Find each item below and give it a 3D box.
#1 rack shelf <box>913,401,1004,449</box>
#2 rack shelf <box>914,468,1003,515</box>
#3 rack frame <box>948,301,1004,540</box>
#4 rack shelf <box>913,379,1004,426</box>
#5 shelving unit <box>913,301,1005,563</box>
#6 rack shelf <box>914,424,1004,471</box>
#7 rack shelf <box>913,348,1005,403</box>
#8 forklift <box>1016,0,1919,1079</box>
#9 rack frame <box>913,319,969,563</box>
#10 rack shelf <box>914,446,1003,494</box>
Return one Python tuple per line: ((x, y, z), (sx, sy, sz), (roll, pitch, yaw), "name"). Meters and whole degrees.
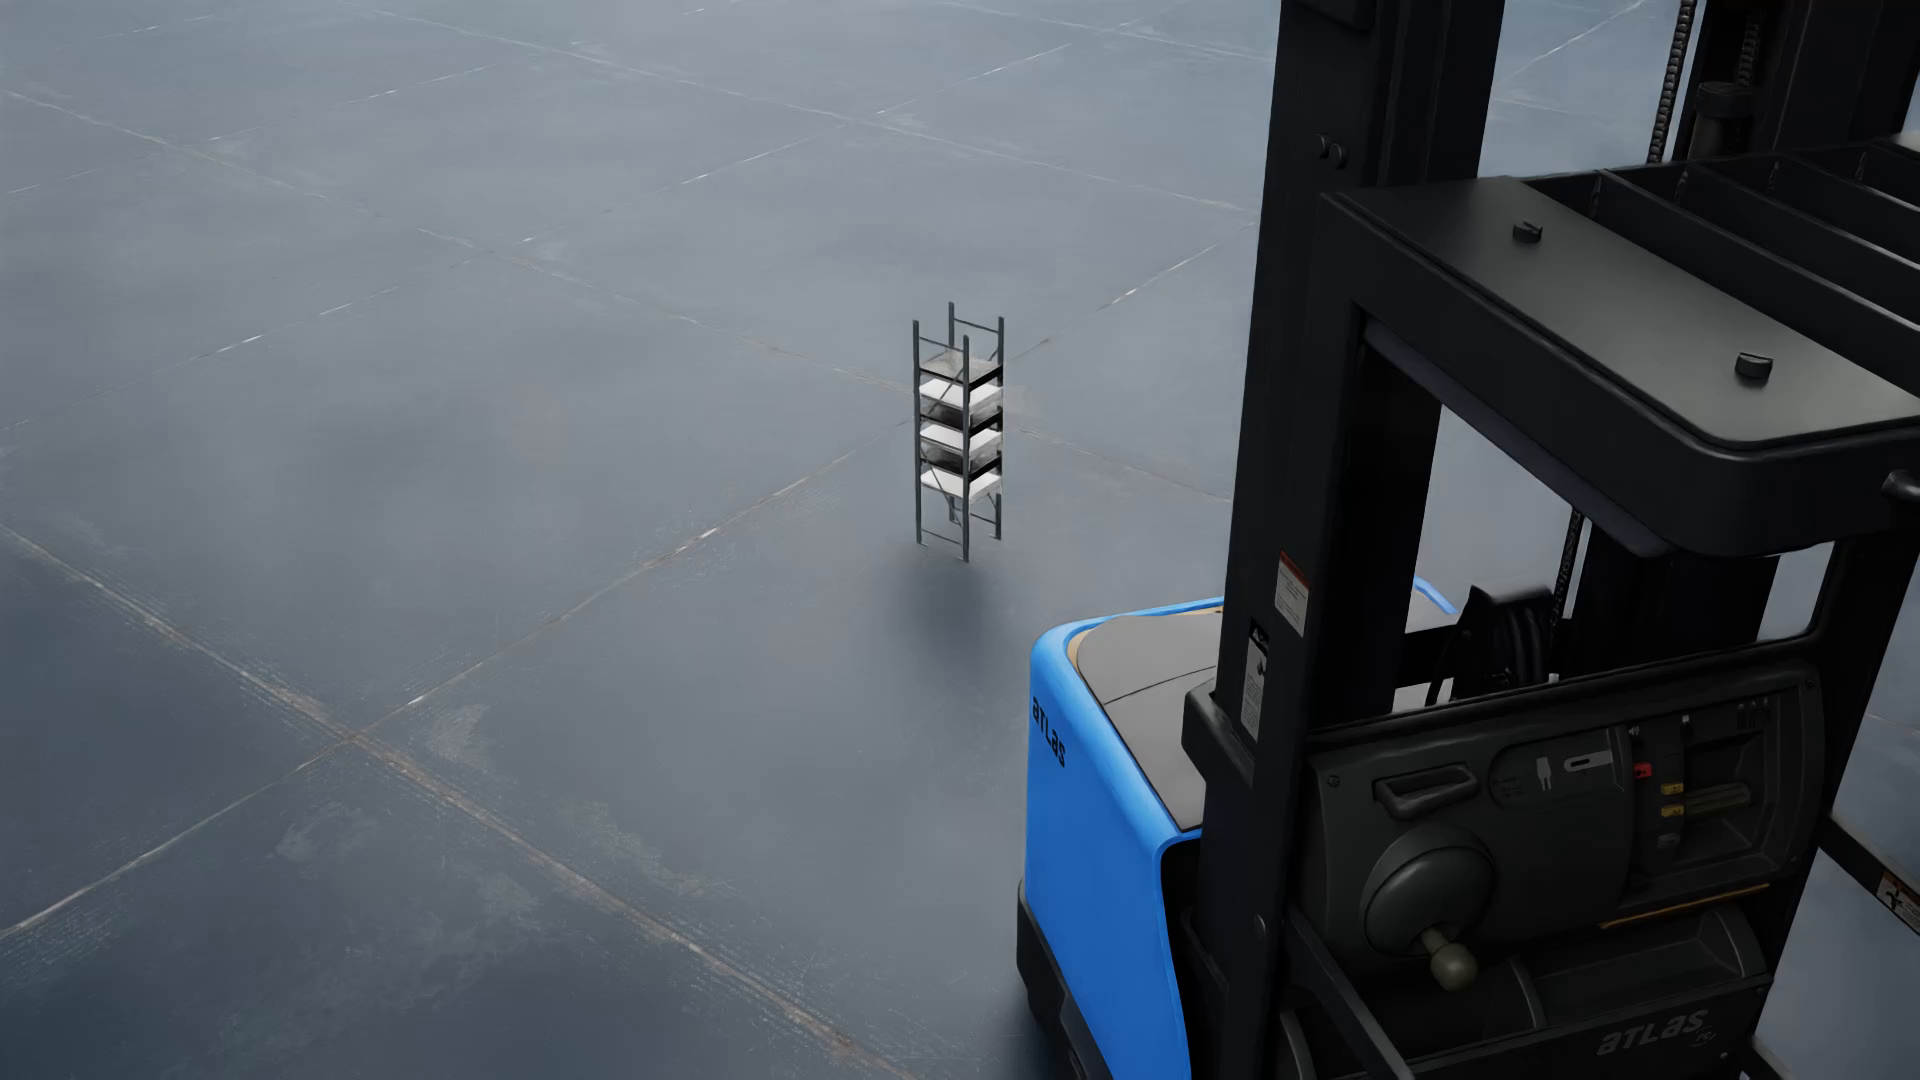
((-0.005, -0.433, 5.986), (0.258, 0.077, 0.200), (21, 37, 31), "rack shelf")
((-0.005, -0.200, 6.124), (0.258, 0.077, 0.200), (21, 37, 31), "rack shelf")
((0.056, -0.425, 6.085), (0.240, 0.900, 0.006), (21, 37, 31), "rack frame")
((-0.005, -0.510, 5.940), (0.258, 0.077, 0.200), (21, 37, 31), "rack shelf")
((-0.005, -0.384, 6.015), (0.258, 0.900, 0.210), (21, 37, 31), "shelving unit")
((-0.005, -0.355, 6.032), (0.258, 0.077, 0.200), (21, 37, 31), "rack shelf")
((-0.005, -0.587, 5.894), (0.258, 0.077, 0.200), (21, 37, 31), "rack shelf")
((1.064, 0.509, 2.517), (1.130, 2.935, 3.031), (-9, 32, -15), "forklift")
((-0.066, -0.343, 5.945), (0.240, 0.900, 0.006), (21, 37, 31), "rack frame")
((-0.005, -0.278, 6.078), (0.258, 0.077, 0.200), (21, 37, 31), "rack shelf")
